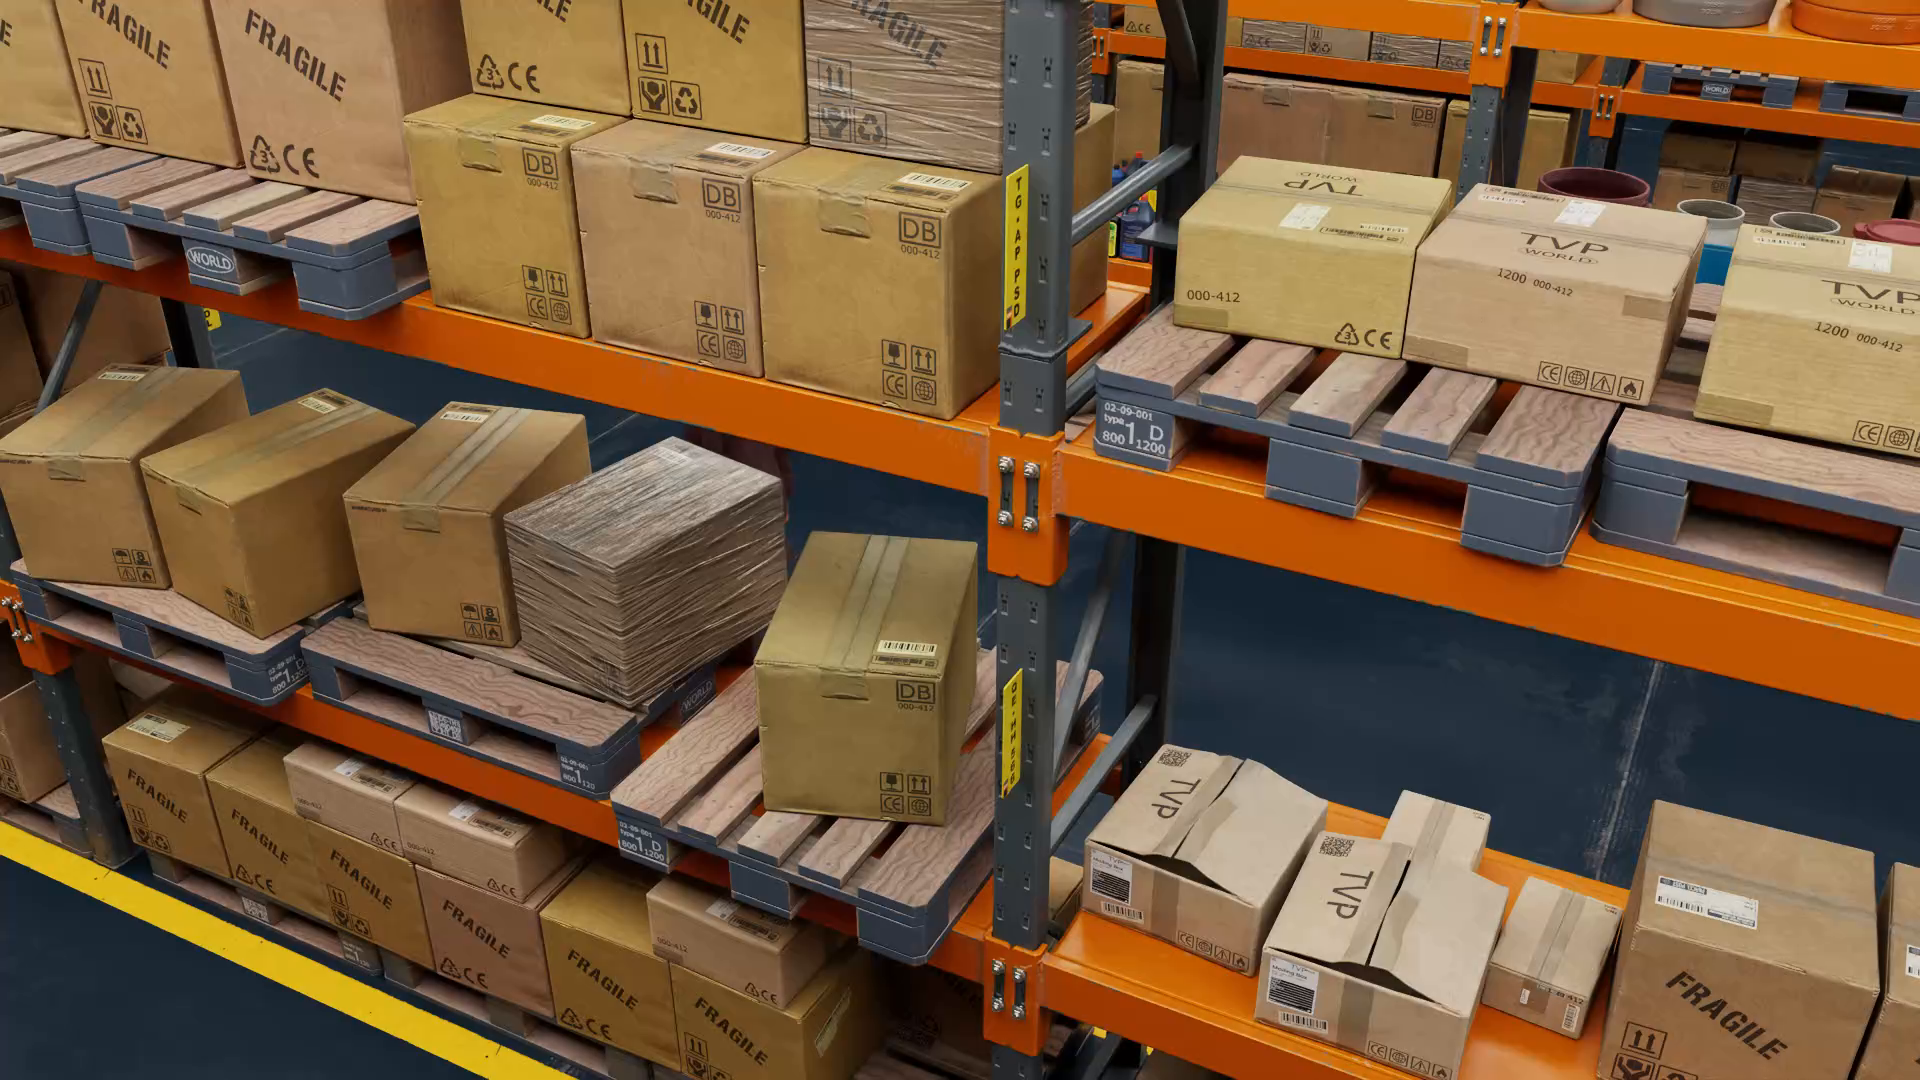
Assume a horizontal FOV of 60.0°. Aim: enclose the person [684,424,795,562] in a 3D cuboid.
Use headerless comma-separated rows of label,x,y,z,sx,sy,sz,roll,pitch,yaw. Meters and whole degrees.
person,-1.052,-0.137,7.385,1.102,1.723,0.591,14,32,23
